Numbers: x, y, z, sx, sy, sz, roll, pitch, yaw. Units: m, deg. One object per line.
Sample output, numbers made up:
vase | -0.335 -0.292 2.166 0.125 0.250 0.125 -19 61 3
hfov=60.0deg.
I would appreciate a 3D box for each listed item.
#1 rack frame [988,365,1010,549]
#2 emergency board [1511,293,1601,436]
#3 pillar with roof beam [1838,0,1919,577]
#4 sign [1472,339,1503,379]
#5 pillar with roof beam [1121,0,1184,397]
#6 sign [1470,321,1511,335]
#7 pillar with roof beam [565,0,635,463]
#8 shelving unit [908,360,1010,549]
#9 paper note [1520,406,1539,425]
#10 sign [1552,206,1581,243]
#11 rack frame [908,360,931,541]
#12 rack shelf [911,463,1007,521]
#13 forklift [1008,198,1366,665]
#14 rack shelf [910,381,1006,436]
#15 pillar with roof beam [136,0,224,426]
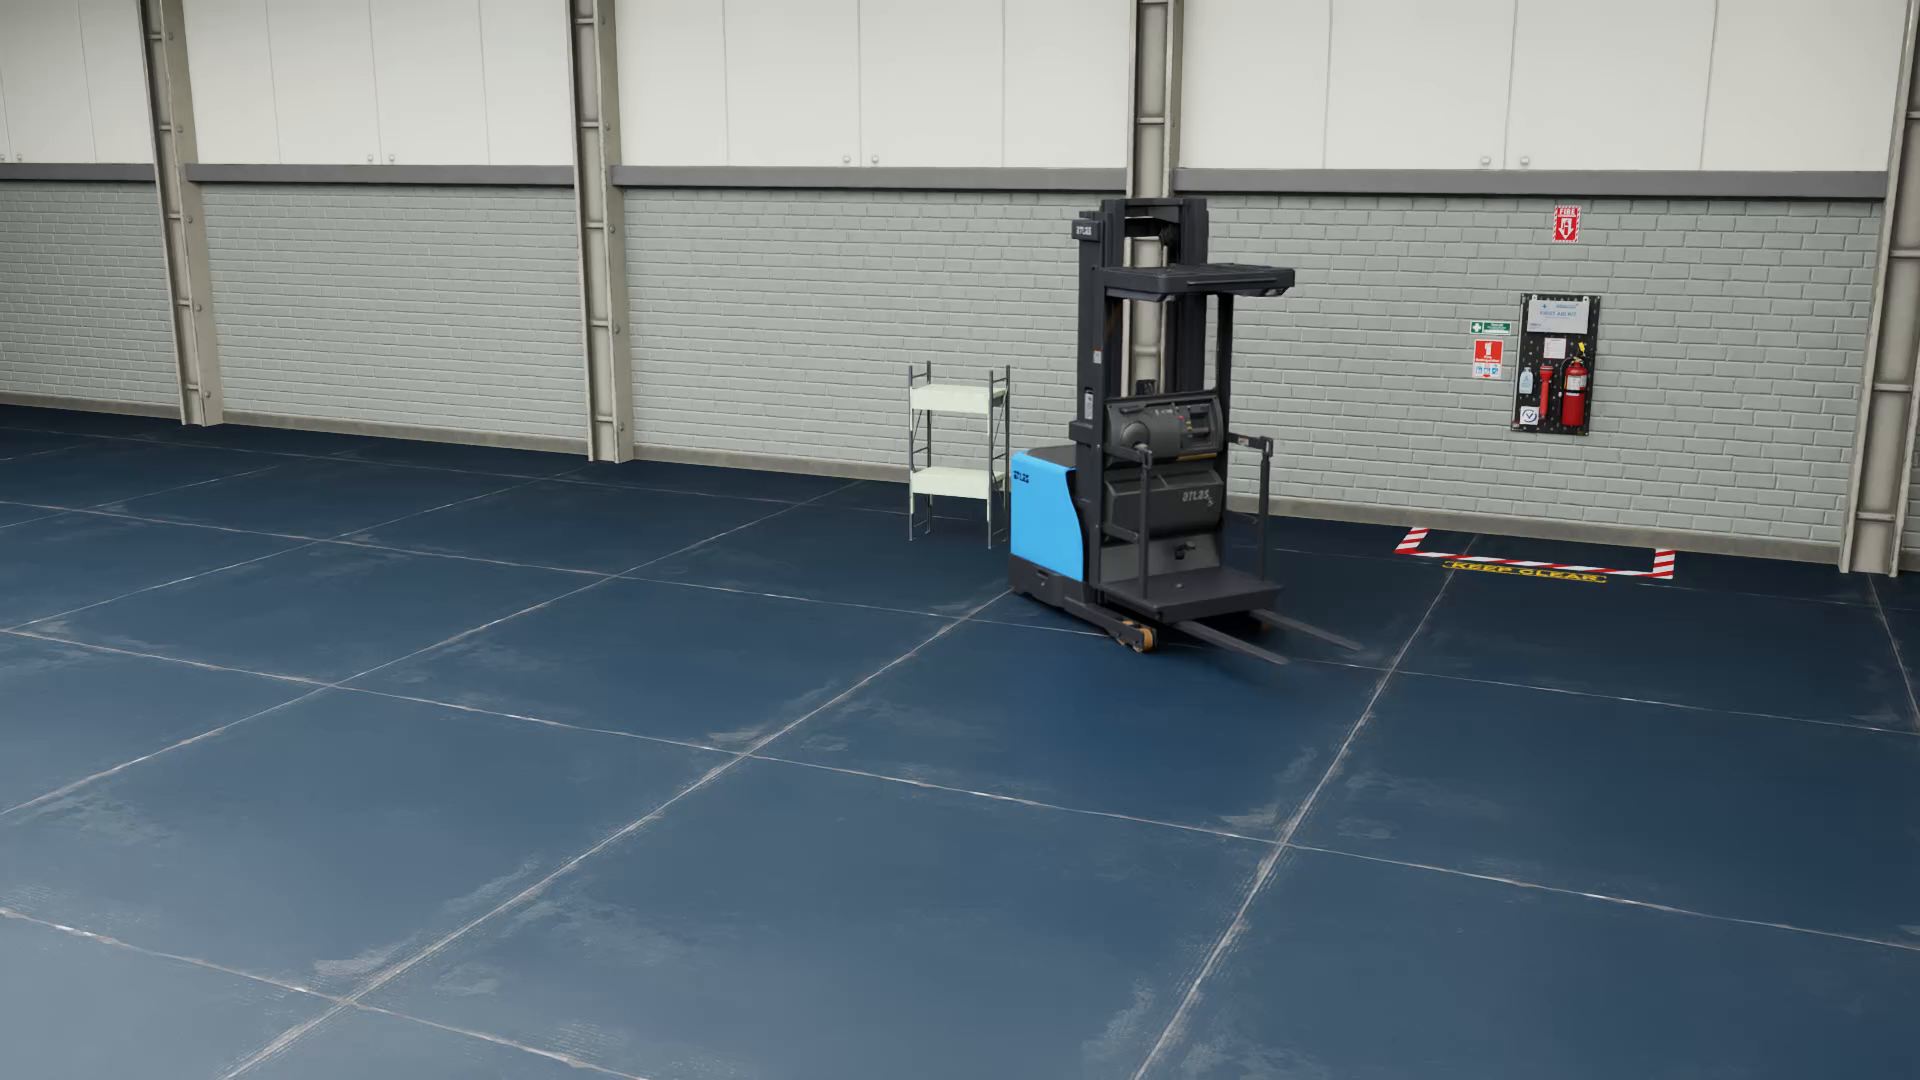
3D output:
rack frame | 0.329 -0.697 13.942 0.023 1.500 0.400 6 14 23
emergency board | 4.969 -1.455 13.890 0.643 1.169 0.194 6 14 23
pillar with roof beam | 5.470 -3.240 8.364 0.400 9.000 9.100 6 14 23
sign | 4.506 -1.545 14.196 0.234 0.329 0.001 6 14 23
pillar with roof beam | -0.016 -3.795 10.730 0.400 9.000 9.100 6 14 23
sign | 4.506 -1.801 14.126 0.331 0.109 0.001 6 14 23
pillar with roof beam | -5.502 -4.350 13.096 0.400 9.000 9.100 6 14 23
shelving unit | -0.006 -0.731 14.086 0.755 1.500 0.431 6 14 23
paper note | 4.835 -1.057 14.122 0.142 0.148 0.016 6 14 23
sign | 5.002 -2.605 13.717 0.199 0.298 0.001 6 14 23
rack frame | -0.341 -0.765 14.230 0.023 1.500 0.400 6 14 23
rack shelf | -0.006 -0.413 14.161 0.720 0.370 0.431 6 14 23
forklift | 1.516 -0.797 11.235 1.130 2.935 3.031 -7 15 -28
rack shelf | -0.006 -1.111 13.997 0.720 0.370 0.431 6 14 23
pillar with roof beam | -10.988 -4.906 15.462 0.400 9.000 9.100 6 14 23
